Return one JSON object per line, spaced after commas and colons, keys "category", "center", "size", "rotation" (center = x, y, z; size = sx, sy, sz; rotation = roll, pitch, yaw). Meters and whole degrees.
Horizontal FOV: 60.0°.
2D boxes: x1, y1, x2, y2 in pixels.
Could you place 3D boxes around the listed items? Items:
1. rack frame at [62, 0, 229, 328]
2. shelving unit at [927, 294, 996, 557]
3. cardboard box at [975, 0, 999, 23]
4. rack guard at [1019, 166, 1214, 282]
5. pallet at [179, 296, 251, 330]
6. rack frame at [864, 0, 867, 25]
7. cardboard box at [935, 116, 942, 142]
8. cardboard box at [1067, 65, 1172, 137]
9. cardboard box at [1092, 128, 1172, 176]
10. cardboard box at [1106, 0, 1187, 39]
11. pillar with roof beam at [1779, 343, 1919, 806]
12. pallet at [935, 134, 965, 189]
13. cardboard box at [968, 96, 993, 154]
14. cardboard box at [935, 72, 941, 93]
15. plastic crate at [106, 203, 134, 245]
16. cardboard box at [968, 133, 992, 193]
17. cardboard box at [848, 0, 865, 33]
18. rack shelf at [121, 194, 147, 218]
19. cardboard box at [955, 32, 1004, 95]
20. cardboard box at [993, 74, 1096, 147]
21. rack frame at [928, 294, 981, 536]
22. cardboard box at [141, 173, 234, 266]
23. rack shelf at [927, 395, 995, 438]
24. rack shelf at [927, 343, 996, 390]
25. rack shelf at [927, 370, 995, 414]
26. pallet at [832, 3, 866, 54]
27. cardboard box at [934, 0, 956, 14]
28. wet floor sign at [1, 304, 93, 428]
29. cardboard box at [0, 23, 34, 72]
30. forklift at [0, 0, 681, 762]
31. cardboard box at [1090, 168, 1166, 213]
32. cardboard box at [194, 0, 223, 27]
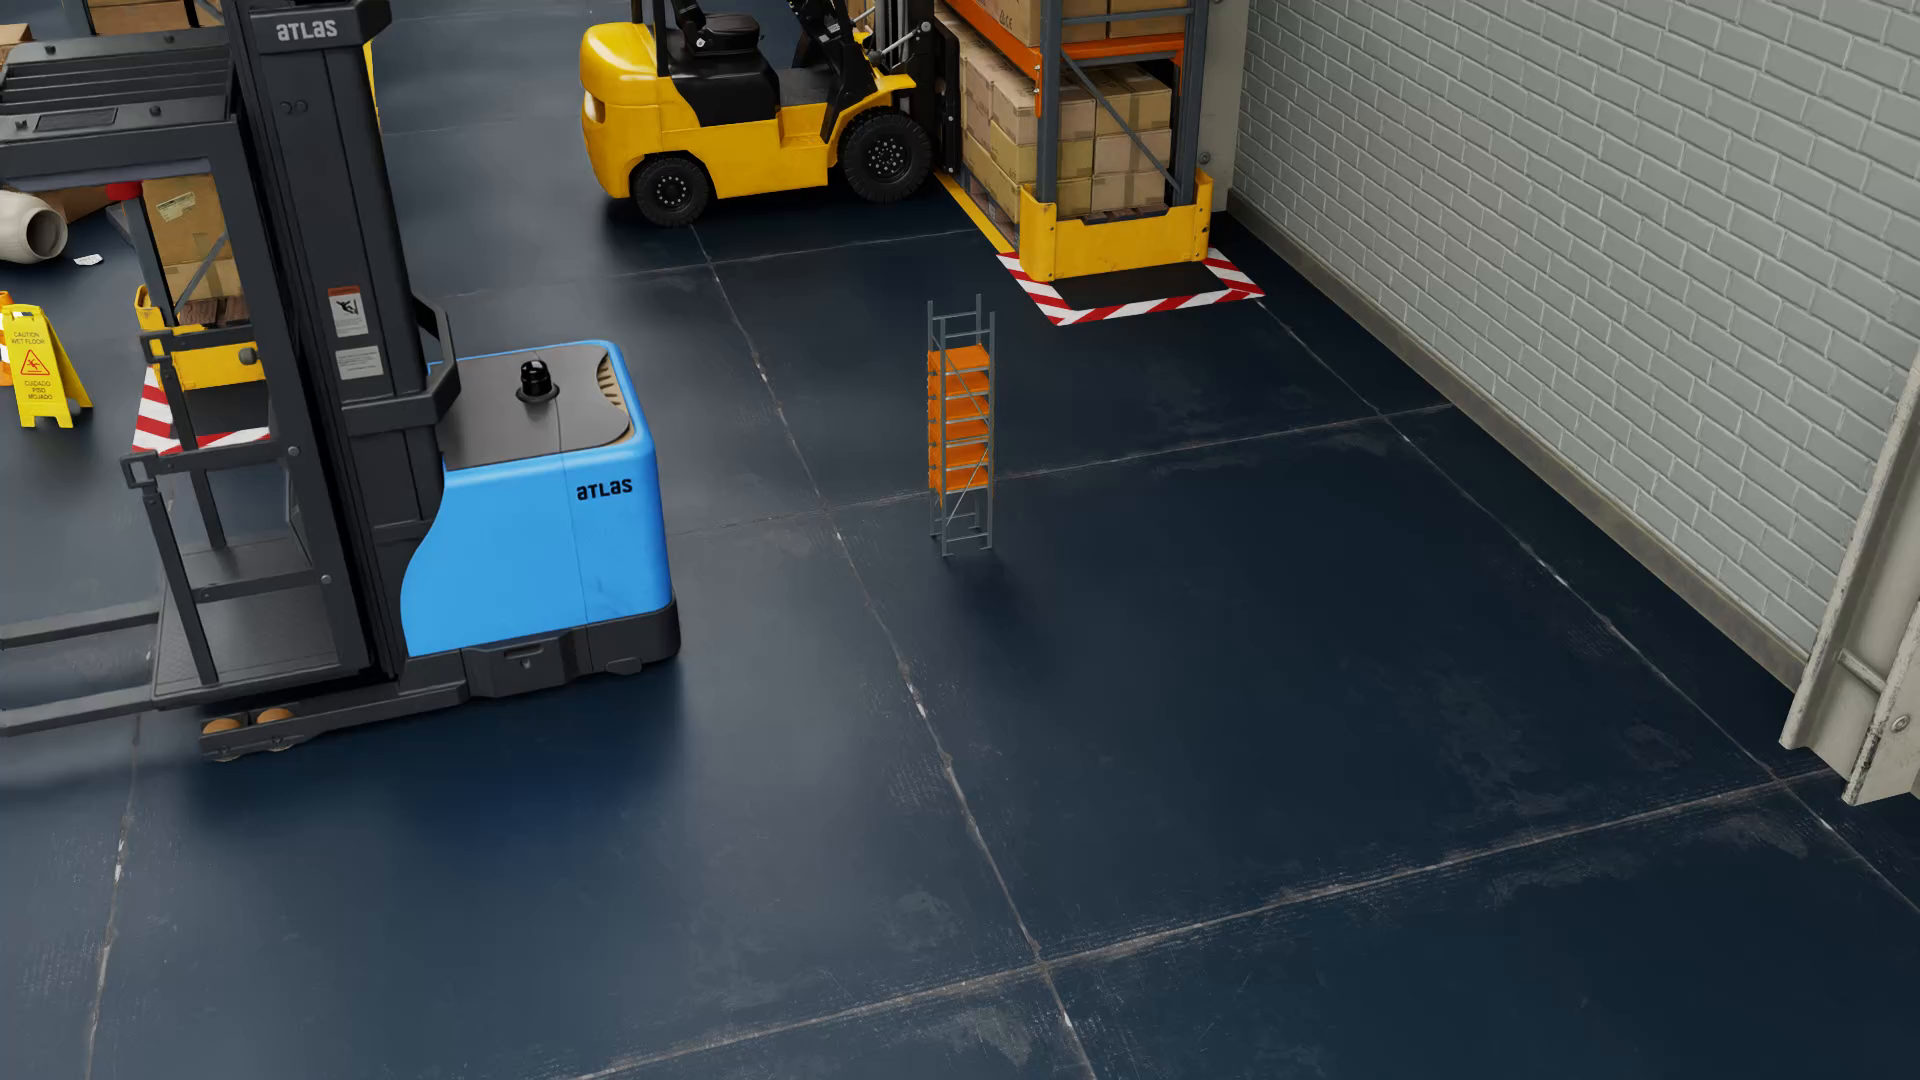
{"category": "rack frame", "center": [-3.773, -2.179, 8.326], "size": [1.000, 3.000, 0.127], "rotation": [-10, 35, -15]}
{"category": "shelving unit", "center": [0.004, -0.493, 7.408], "size": [0.258, 1.200, 0.189], "rotation": [-10, 35, -15]}
{"category": "cardboard box", "center": [0.403, -3.545, 10.304], "size": [0.500, 0.500, 0.500], "rotation": [-9, 34, -13]}
{"category": "rack guard", "center": [0.960, -1.960, 10.262], "size": [1.175, 0.500, 0.348], "rotation": [-10, 35, -15]}
{"category": "pallet", "center": [-4.011, -1.488, 9.810], "size": [1.003, 0.211, 1.213], "rotation": [-10, 35, -15]}
{"category": "rack frame", "center": [-0.267, -5.115, 12.771], "size": [1.000, 3.000, 0.127], "rotation": [-10, 35, -15]}
{"category": "cardboard box", "center": [0.042, -3.033, 11.732], "size": [0.500, 0.250, 0.500], "rotation": [-9, 34, -13]}
{"category": "cardboard box", "center": [0.986, -2.745, 10.389], "size": [0.500, 0.250, 0.500], "rotation": [-11, 35, -15]}
{"category": "cardboard box", "center": [1.007, -2.534, 10.523], "size": [0.500, 0.250, 0.500], "rotation": [-9, 35, -14]}
{"category": "cardboard box", "center": [1.066, -3.364, 10.029], "size": [0.500, 0.500, 0.500], "rotation": [-9, 34, -13]}
{"category": "pillar with roof beam", "center": [-0.671, -2.161, 2.858], "size": [9.100, 9.000, 0.400], "rotation": [-10, 35, -15]}
{"category": "pallet", "center": [0.311, -2.886, 11.926], "size": [1.003, 0.211, 1.213], "rotation": [-10, 35, -15]}
{"category": "cardboard box", "center": [0.364, -2.720, 10.805], "size": [0.500, 0.250, 0.500], "rotation": [-10, 35, -15]}
{"category": "cardboard box", "center": [0.037, -3.251, 11.609], "size": [0.500, 0.250, 0.500], "rotation": [-10, 35, -15]}
{"category": "plastic crate", "center": [-5.295, -2.098, 10.853], "size": [0.402, 0.080, 0.583], "rotation": [-23, 40, -31]}
{"category": "cardboard box", "center": [0.366, -2.500, 10.925], "size": [0.500, 0.250, 0.500], "rotation": [-10, 35, -15]}
{"category": "cardboard box", "center": [-0.437, -4.572, 13.721], "size": [0.875, 0.625, 0.625], "rotation": [-8, 34, -13]}
{"category": "rack shelf", "center": [-4.383, -2.929, 10.114], "size": [1.077, 0.370, 4.000], "rotation": [-10, 35, -15]}
{"category": "cardboard box", "center": [0.190, -3.180, 11.048], "size": [0.500, 0.250, 0.500], "rotation": [-10, 35, -14]}
{"category": "cardboard box", "center": [0.515, -2.650, 10.246], "size": [0.500, 0.250, 0.500], "rotation": [-9, 34, -13]}
{"category": "rack frame", "center": [-0.023, -0.541, 7.480], "size": [0.240, 1.200, 0.006], "rotation": [-10, 35, -15]}
{"category": "cardboard box", "center": [-4.266, -1.896, 9.332], "size": [0.500, 0.500, 0.500], "rotation": [-10, 35, -14]}
{"category": "rack shelf", "center": [0.004, -0.556, 7.366], "size": [0.258, 0.103, 0.180], "rotation": [-10, 35, -15]}
{"category": "rack shelf", "center": [0.004, -0.756, 7.234], "size": [0.258, 0.103, 0.180], "rotation": [-10, 35, -15]}
{"category": "rack shelf", "center": [0.004, -0.656, 7.300], "size": [0.258, 0.103, 0.180], "rotation": [-10, 35, -15]}
{"category": "pallet", "center": [-0.529, -4.332, 14.115], "size": [1.003, 0.211, 1.213], "rotation": [-10, 35, -15]}
{"category": "cardboard box", "center": [-0.110, -3.724, 11.872], "size": [0.500, 0.250, 0.500], "rotation": [-9, 34, -13]}
{"category": "wet floor sign", "center": [-4.734, -0.917, 8.552], "size": [0.267, 0.644, 0.232], "rotation": [1, 33, 2]}
{"category": "cardboard box", "center": [-6.679, -3.237, 11.508], "size": [0.500, 0.500, 0.500], "rotation": [-10, 35, -15]}
{"category": "forklift", "center": [-2.741, -0.692, 6.138], "size": [3.031, 2.935, 1.130], "rotation": [-11, 35, -15]}
{"category": "cardboard box", "center": [0.989, -2.334, 10.675], "size": [0.500, 0.250, 0.500], "rotation": [-10, 35, -15]}
{"category": "cardboard box", "center": [-3.654, -2.640, 8.664], "size": [0.500, 0.500, 0.500], "rotation": [-11, 35, -15]}
